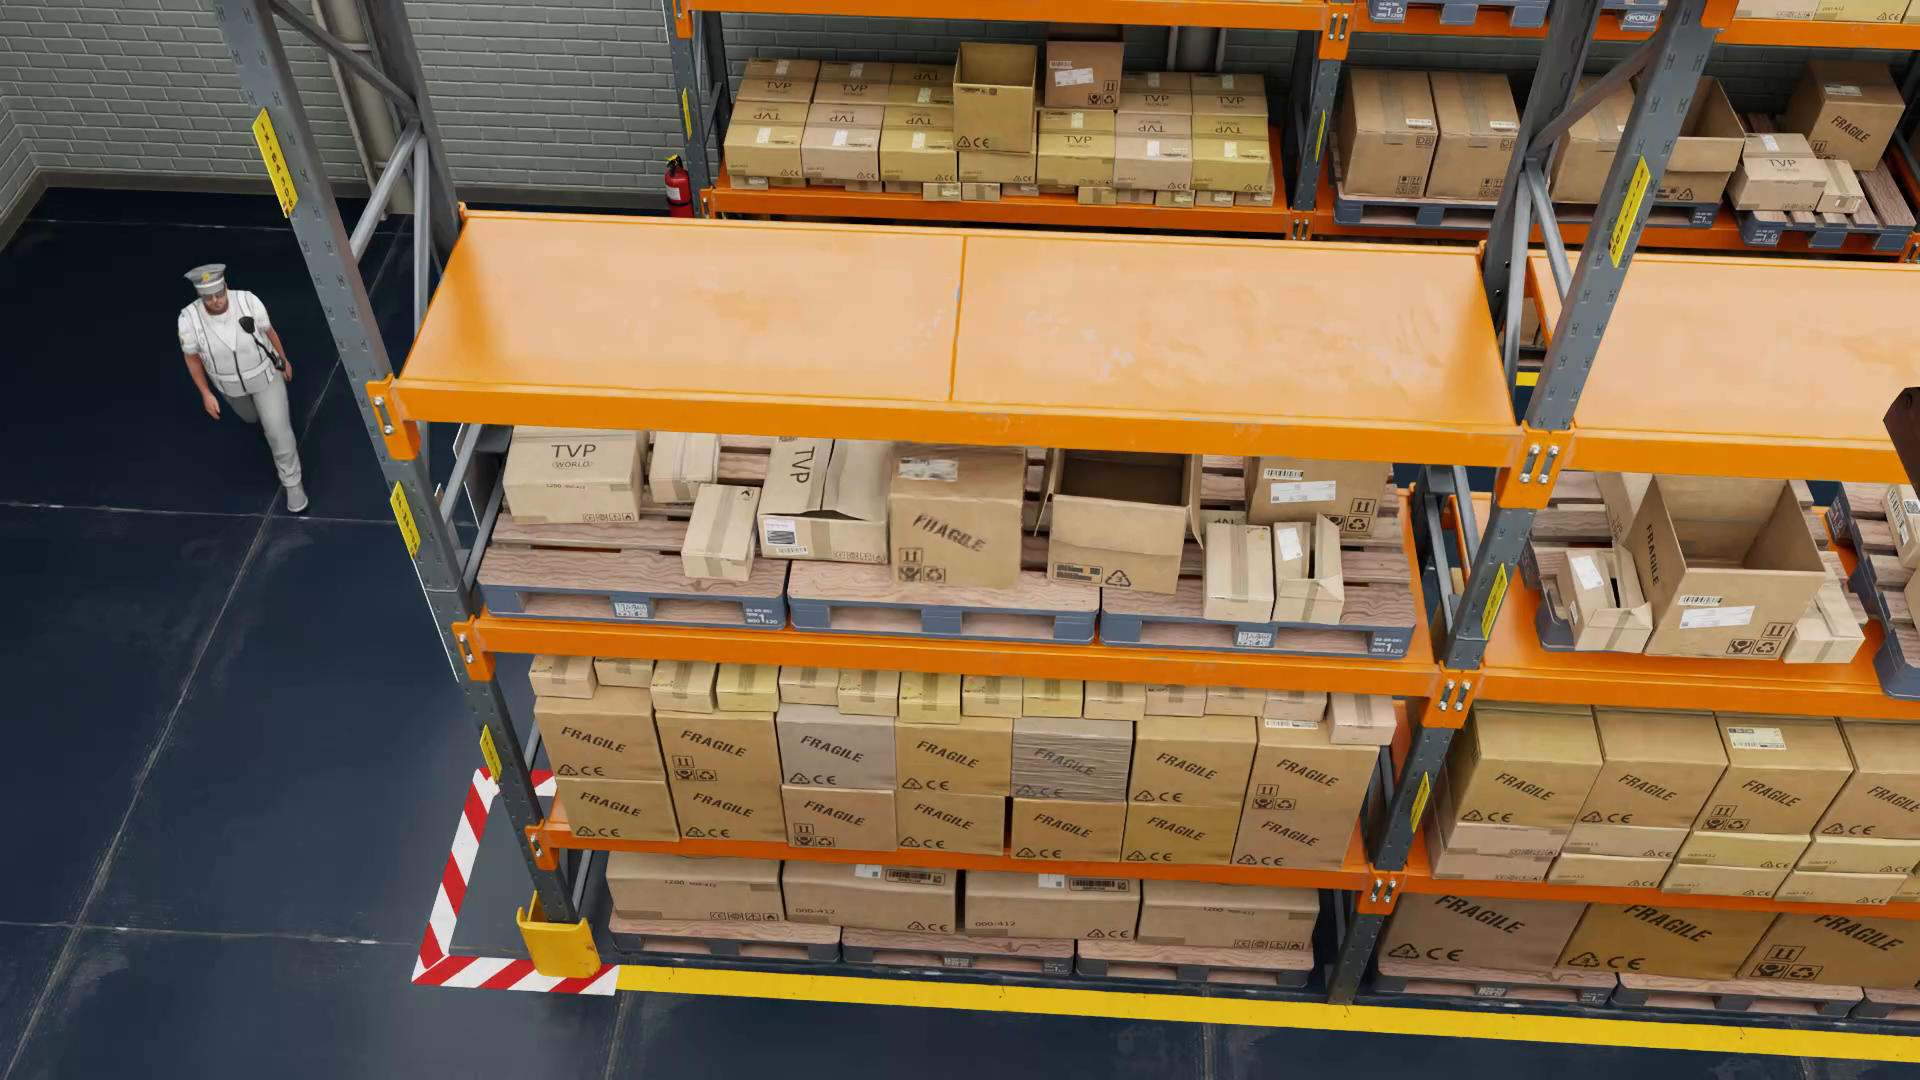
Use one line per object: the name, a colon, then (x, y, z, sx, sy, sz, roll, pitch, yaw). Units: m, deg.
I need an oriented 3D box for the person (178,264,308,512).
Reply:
person: (-4.549, -1.078, 10.537, 0.534, 1.729, 1.022, -10, 49, -9)
